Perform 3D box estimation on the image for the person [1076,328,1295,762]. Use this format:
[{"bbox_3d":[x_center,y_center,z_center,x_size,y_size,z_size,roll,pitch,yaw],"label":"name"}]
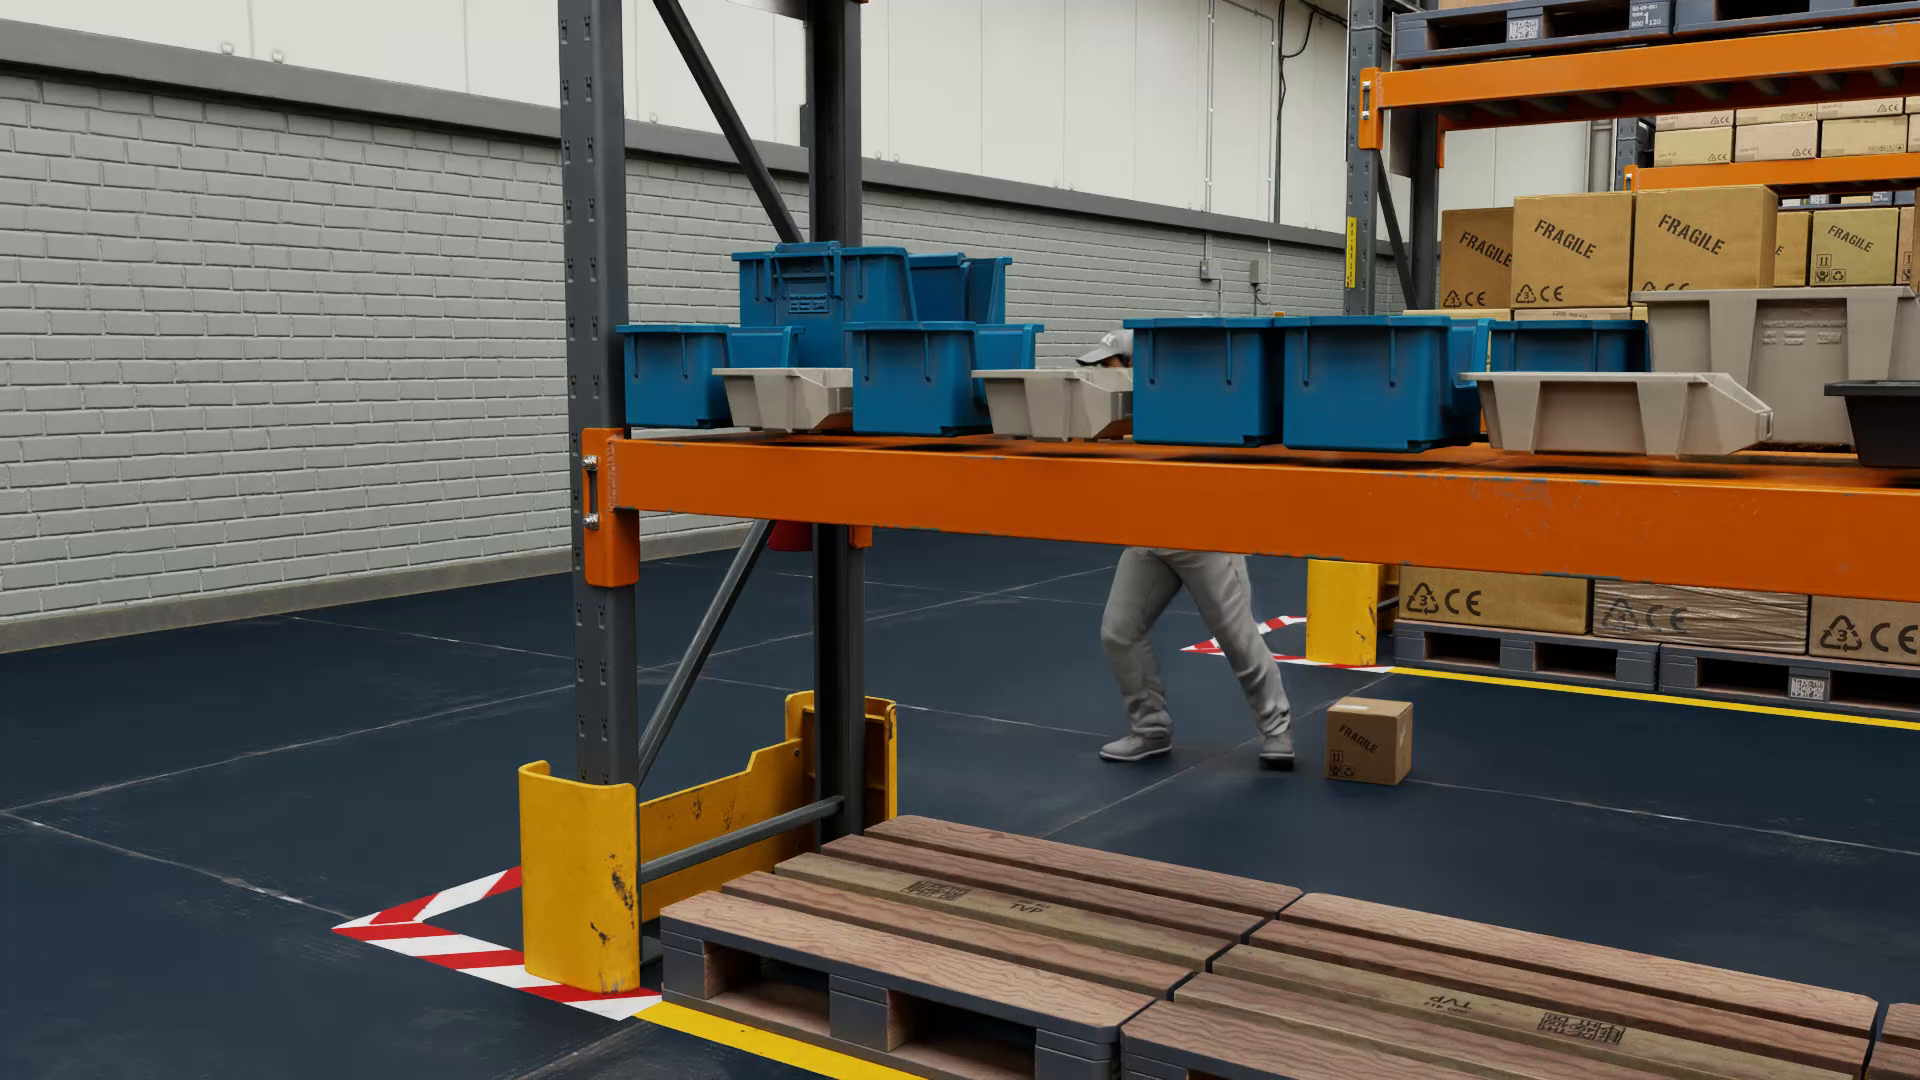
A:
[{"bbox_3d":[0.807,0.032,6.050,0.832,1.596,0.658,-4,8,-32],"label":"person"}]
